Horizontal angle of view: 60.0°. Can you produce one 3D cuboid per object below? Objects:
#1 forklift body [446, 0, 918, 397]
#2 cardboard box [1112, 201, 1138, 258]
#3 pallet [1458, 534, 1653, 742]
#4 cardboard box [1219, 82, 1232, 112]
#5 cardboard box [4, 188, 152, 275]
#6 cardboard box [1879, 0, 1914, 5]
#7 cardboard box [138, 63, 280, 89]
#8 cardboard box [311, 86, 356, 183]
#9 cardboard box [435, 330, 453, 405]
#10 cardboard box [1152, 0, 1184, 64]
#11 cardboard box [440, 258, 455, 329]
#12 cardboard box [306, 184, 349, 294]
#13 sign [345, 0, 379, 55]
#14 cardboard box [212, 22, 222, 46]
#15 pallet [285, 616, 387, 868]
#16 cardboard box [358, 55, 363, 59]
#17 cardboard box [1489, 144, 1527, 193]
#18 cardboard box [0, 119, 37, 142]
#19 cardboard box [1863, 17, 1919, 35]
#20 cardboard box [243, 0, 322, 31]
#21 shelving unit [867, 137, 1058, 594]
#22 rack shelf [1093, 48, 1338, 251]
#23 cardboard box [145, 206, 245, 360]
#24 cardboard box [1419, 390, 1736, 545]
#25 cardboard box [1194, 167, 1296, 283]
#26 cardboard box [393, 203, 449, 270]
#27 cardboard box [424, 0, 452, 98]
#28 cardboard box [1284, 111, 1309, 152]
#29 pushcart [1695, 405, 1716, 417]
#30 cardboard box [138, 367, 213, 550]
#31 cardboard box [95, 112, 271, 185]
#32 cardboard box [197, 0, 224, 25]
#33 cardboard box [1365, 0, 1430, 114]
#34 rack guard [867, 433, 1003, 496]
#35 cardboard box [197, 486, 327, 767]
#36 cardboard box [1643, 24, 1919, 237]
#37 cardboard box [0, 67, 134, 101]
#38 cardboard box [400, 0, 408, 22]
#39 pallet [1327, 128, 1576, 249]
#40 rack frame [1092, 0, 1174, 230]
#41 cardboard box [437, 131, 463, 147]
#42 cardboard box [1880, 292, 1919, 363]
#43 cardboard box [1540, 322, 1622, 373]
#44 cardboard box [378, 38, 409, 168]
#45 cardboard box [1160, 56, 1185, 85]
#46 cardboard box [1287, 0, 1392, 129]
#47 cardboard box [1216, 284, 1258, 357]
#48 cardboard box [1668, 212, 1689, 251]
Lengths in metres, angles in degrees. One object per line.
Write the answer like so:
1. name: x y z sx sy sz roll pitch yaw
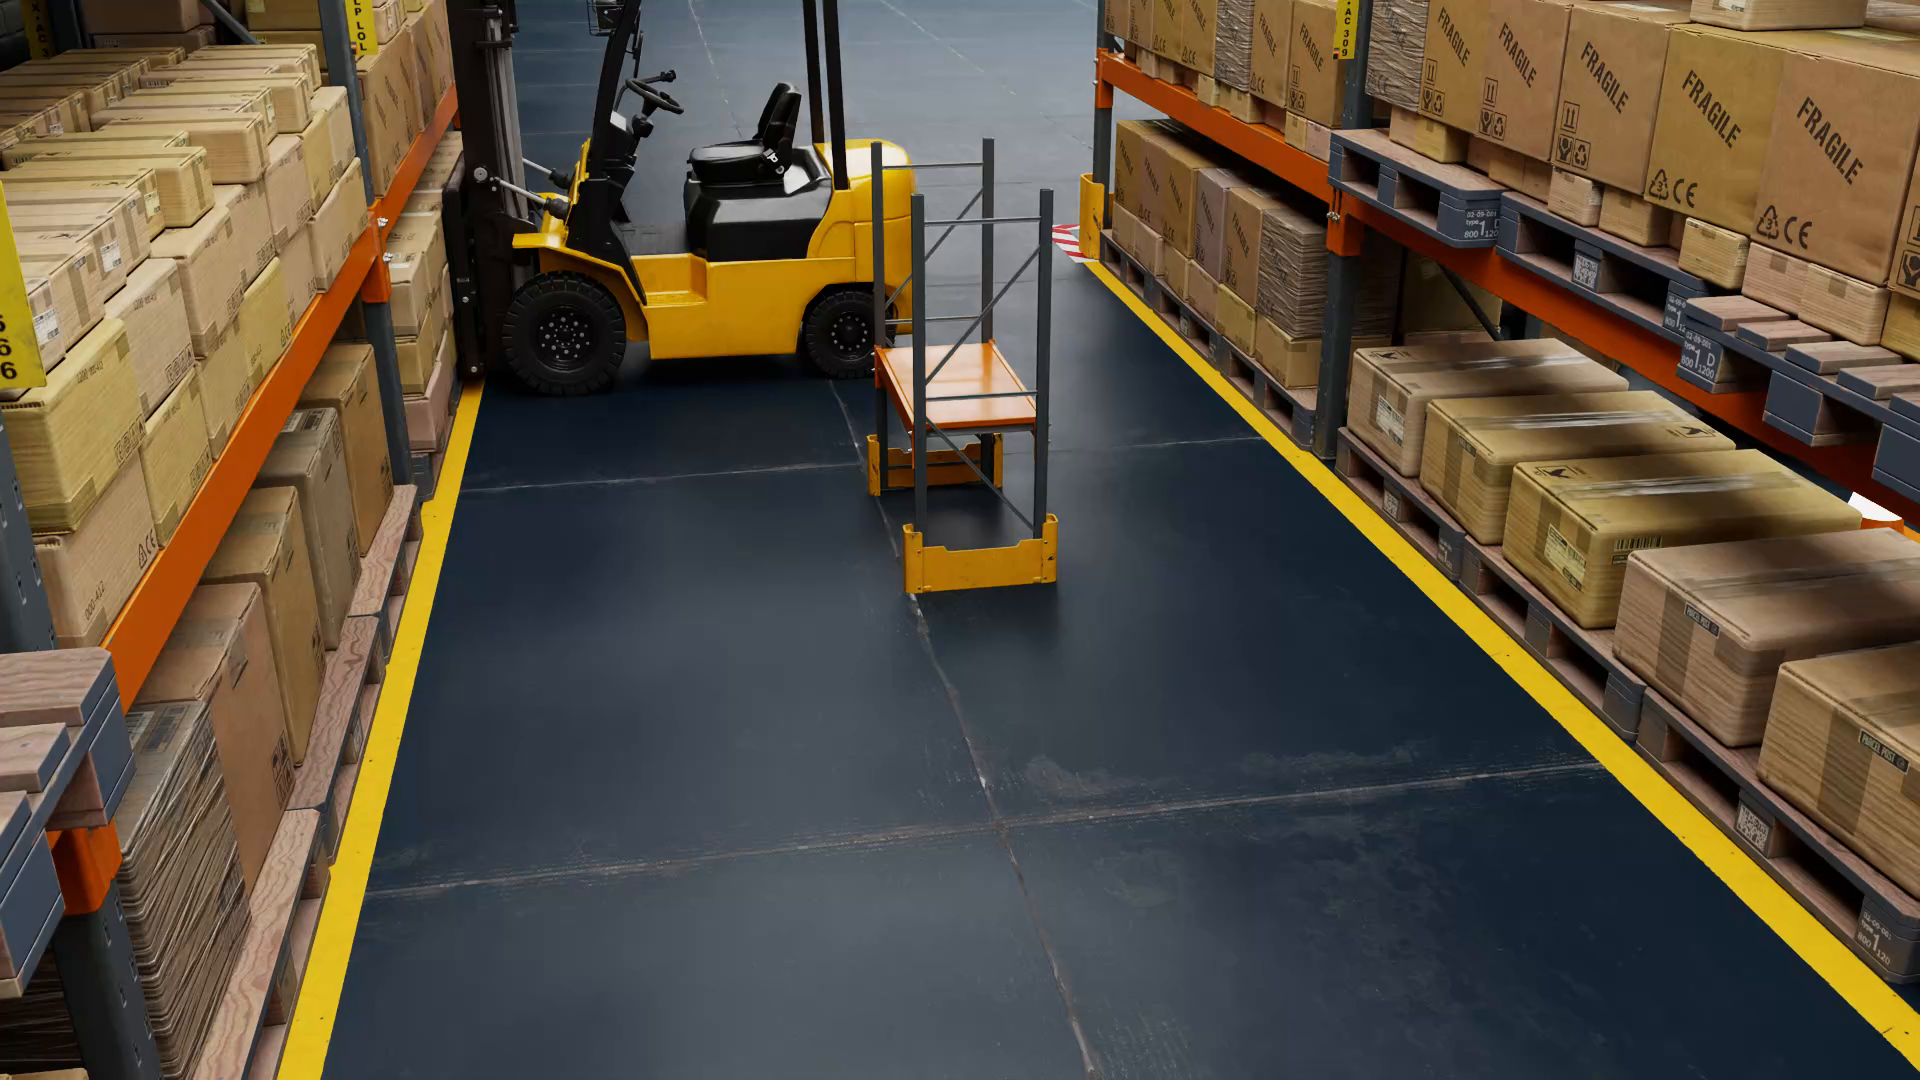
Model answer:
1. forklift body: -1.350 -1.995 8.631 2.313 2.155 1.214 -4 24 -10
2. cardboard box: 1.261 -1.959 10.397 0.500 0.250 0.500 -5 24 -10
3. pallet: 2.498 0.274 5.858 1.003 0.211 1.213 -4 24 -10
4. cardboard box: 1.556 -2.282 8.540 0.380 0.149 0.250 -5 24 -11
5. cardboard box: -1.968 -0.645 3.543 0.380 0.149 0.250 -4 24 -9
6. cardboard box: 6.466 -3.481 10.786 0.875 0.550 0.550 -4 24 -10
7. cardboard box: -2.413 -1.447 5.379 0.380 0.149 0.250 -4 24 -10
8. cardboard box: -2.412 -1.408 5.789 0.500 0.250 0.500 -5 24 -11
9. cardboard box: -2.627 -0.768 7.670 0.500 0.250 0.500 -5 24 -11
10. cardboard box: 1.393 -2.935 9.227 0.500 0.500 0.500 -5 24 -11
11. cardboard box: -2.716 -1.193 8.020 0.500 0.250 0.500 -5 24 -10
12. cardboard box: -2.305 -0.977 5.426 0.500 0.250 0.500 -4 24 -10
13. sign: -2.222 -1.960 6.142 0.100 0.325 0.005 -4 24 -10
14. cardboard box: -3.146 -1.968 6.573 0.380 0.149 0.250 -5 24 -11
15. pallet: -2.350 0.624 5.058 1.003 0.211 1.213 -4 24 -10
16. cardboard box: -2.604 -2.011 6.672 0.380 0.149 0.250 -4 24 -9
17. cardboard box: 2.087 -1.318 5.810 0.380 0.149 0.250 -4 24 -9
18. cardboard box: -2.663 -1.008 4.374 0.380 0.149 0.250 -4 24 -9
19. cardboard box: 2.800 -1.199 4.726 0.500 0.500 0.500 -4 24 -9
20. cardboard box: -2.521 -2.048 6.386 0.380 0.149 0.250 -4 24 -9
21. shelving unit: -0.014 -0.717 6.518 0.587 1.500 1.083 -4 24 -10
22. rack shelf: 1.754 -2.248 9.047 1.077 0.370 4.000 -4 24 -10
23. cardboard box: -2.026 -0.606 3.952 0.500 0.250 0.500 -5 24 -11
24. cardboard box: 2.359 -0.290 6.425 0.950 0.372 0.625 -3 24 -6
25. cardboard box: 1.559 -1.680 8.823 0.500 0.500 0.500 -3 24 -7
26. cardboard box: -2.723 -1.423 7.921 0.500 0.250 0.500 -3 24 -8
27. cardboard box: -3.058 -2.662 8.972 0.500 0.500 0.500 -4 24 -8
28. cardboard box: 1.712 -1.877 7.614 0.380 0.149 0.250 -4 24 -9
29. pushcart: 4.355 -0.777 8.058 1.648 0.377 0.936 -13 27 -28
30. cardboard box: -1.944 -0.170 3.580 0.500 0.250 0.500 -5 24 -11
31. cardboard box: -2.082 -1.048 4.466 0.380 0.149 0.250 -5 24 -11
32. cardboard box: -3.115 -2.106 6.518 0.380 0.149 0.250 -5 24 -11
33. cardboard box: 1.929 -1.960 6.468 0.500 0.500 0.500 -4 24 -8
34. rack guard: -0.106 -0.340 7.217 0.587 0.250 0.087 -4 24 -10
35. cardboard box: -2.369 0.280 4.804 0.875 0.625 0.625 -5 24 -12
36. cardboard box: 2.305 -1.151 4.616 0.500 0.500 0.500 -6 24 -13
37. cardboard box: -2.856 -1.403 5.279 0.380 0.149 0.250 -4 24 -10
38. cardboard box: -2.821 -2.519 7.835 0.380 0.149 0.250 -5 24 -11
39. pallet: 2.122 -1.391 6.427 1.003 0.211 1.213 -4 24 -10
40. rack frame: 1.384 -3.364 10.704 1.000 3.000 0.127 -4 24 -10
41. cardboard box: -3.102 -2.228 9.764 0.500 0.250 0.500 -4 24 -8
42. cardboard box: 2.451 -0.506 3.950 0.380 0.149 0.250 -4 24 -9
43. cardboard box: 3.263 -1.168 8.797 0.500 0.500 0.500 13 27 27
44. cardboard box: -2.692 -1.865 7.148 0.500 0.500 0.500 -4 24 -9
45. cardboard box: 1.356 -2.689 9.472 0.380 0.149 0.250 -4 24 -8
46. cardboard box: 1.797 -2.129 7.381 0.500 0.500 0.500 -5 24 -11
47. cardboard box: 1.642 -1.144 8.533 0.500 0.250 0.500 -5 24 -11
48. cardboard box: 2.334 -0.917 4.891 0.380 0.149 0.250 -4 24 -9
